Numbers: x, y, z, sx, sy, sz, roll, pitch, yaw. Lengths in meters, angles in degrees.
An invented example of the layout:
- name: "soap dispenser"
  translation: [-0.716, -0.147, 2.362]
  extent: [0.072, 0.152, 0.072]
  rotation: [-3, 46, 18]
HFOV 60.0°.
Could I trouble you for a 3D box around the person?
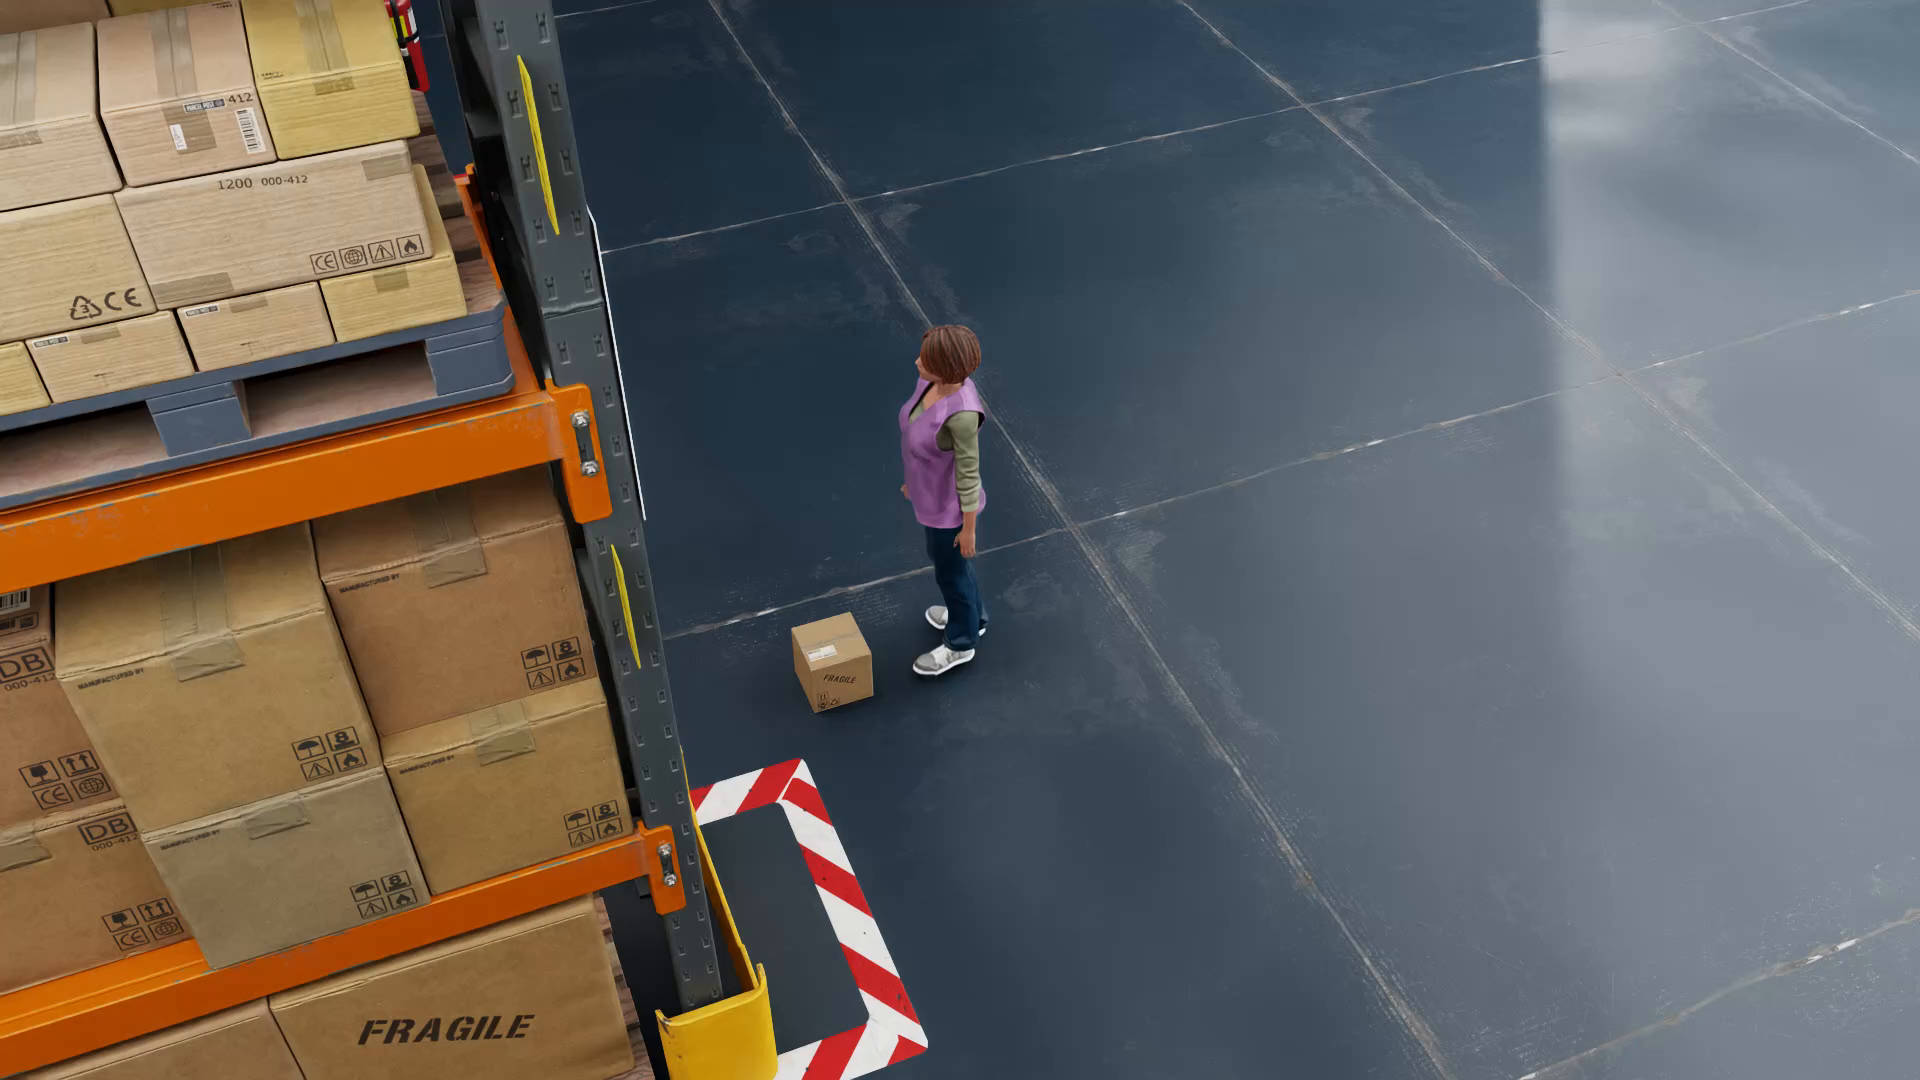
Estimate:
- name: "person"
  translation: [-0.048, -0.151, 6.306]
  extent: [0.348, 1.599, 0.439]
  rotation: [-10, 43, -11]
